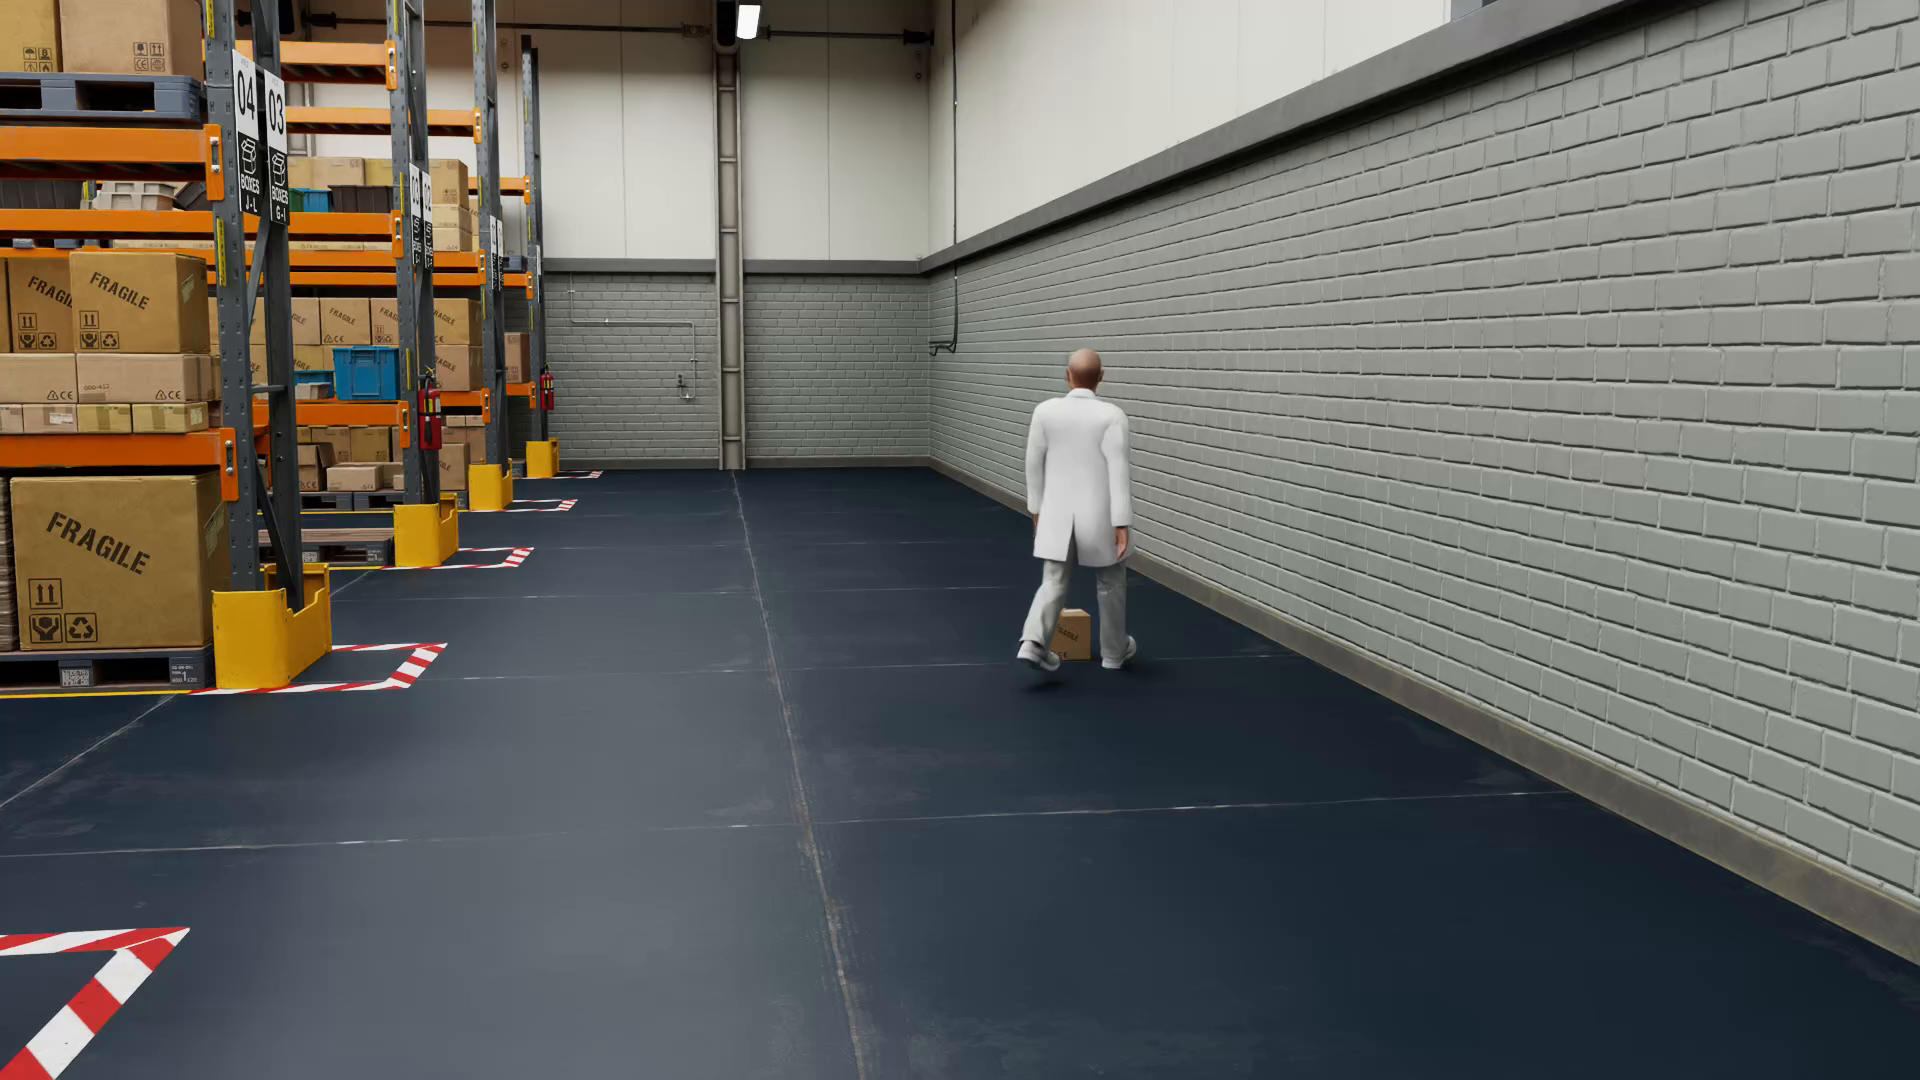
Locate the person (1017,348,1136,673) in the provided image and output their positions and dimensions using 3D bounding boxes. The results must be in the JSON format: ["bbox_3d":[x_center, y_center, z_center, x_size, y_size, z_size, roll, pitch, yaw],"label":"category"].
[{"bbox_3d":[0.653,-0.139,8.751,0.616,1.727,1.103,2,7,19],"label":"person"}]
